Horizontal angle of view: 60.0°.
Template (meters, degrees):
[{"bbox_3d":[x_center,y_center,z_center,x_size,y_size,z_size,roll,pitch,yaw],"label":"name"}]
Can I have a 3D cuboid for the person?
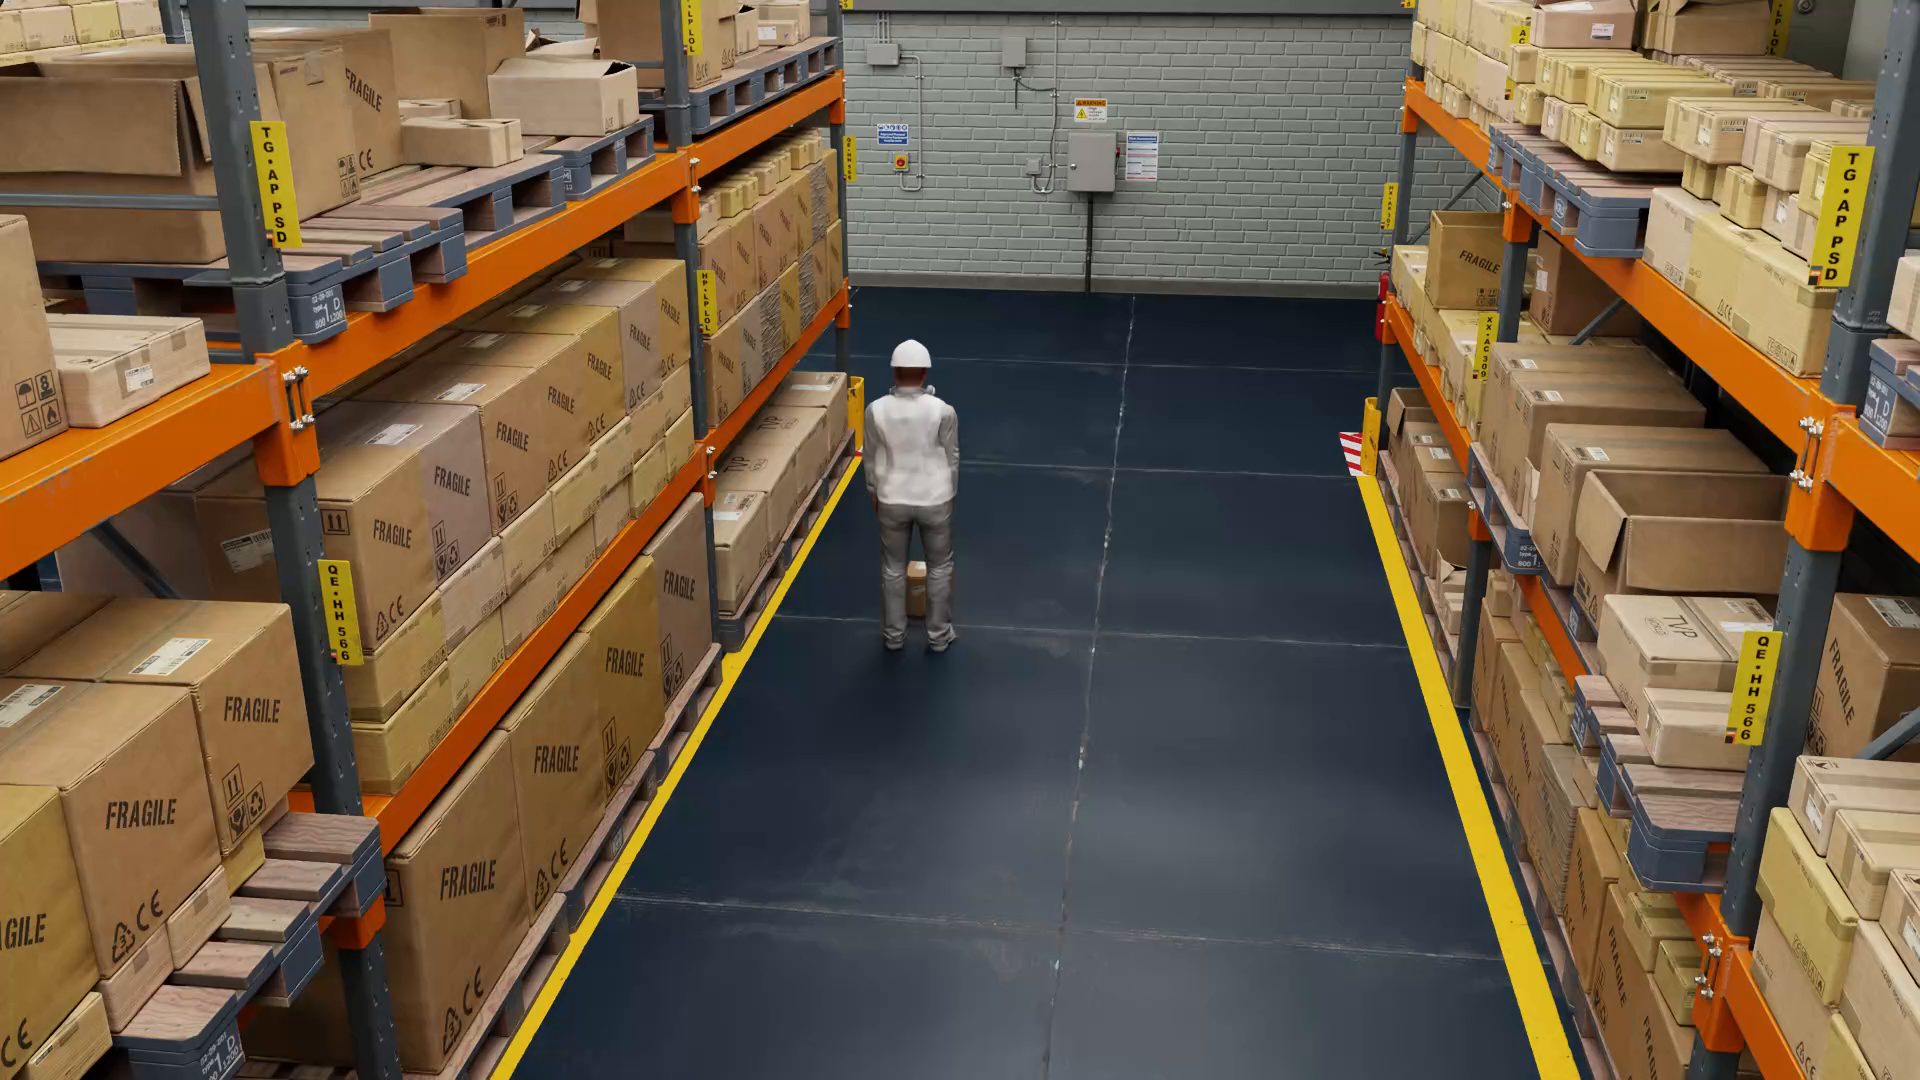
[{"bbox_3d":[-0.269,-0.236,9.188,0.538,1.759,0.379,3,21,7],"label":"person"}]
